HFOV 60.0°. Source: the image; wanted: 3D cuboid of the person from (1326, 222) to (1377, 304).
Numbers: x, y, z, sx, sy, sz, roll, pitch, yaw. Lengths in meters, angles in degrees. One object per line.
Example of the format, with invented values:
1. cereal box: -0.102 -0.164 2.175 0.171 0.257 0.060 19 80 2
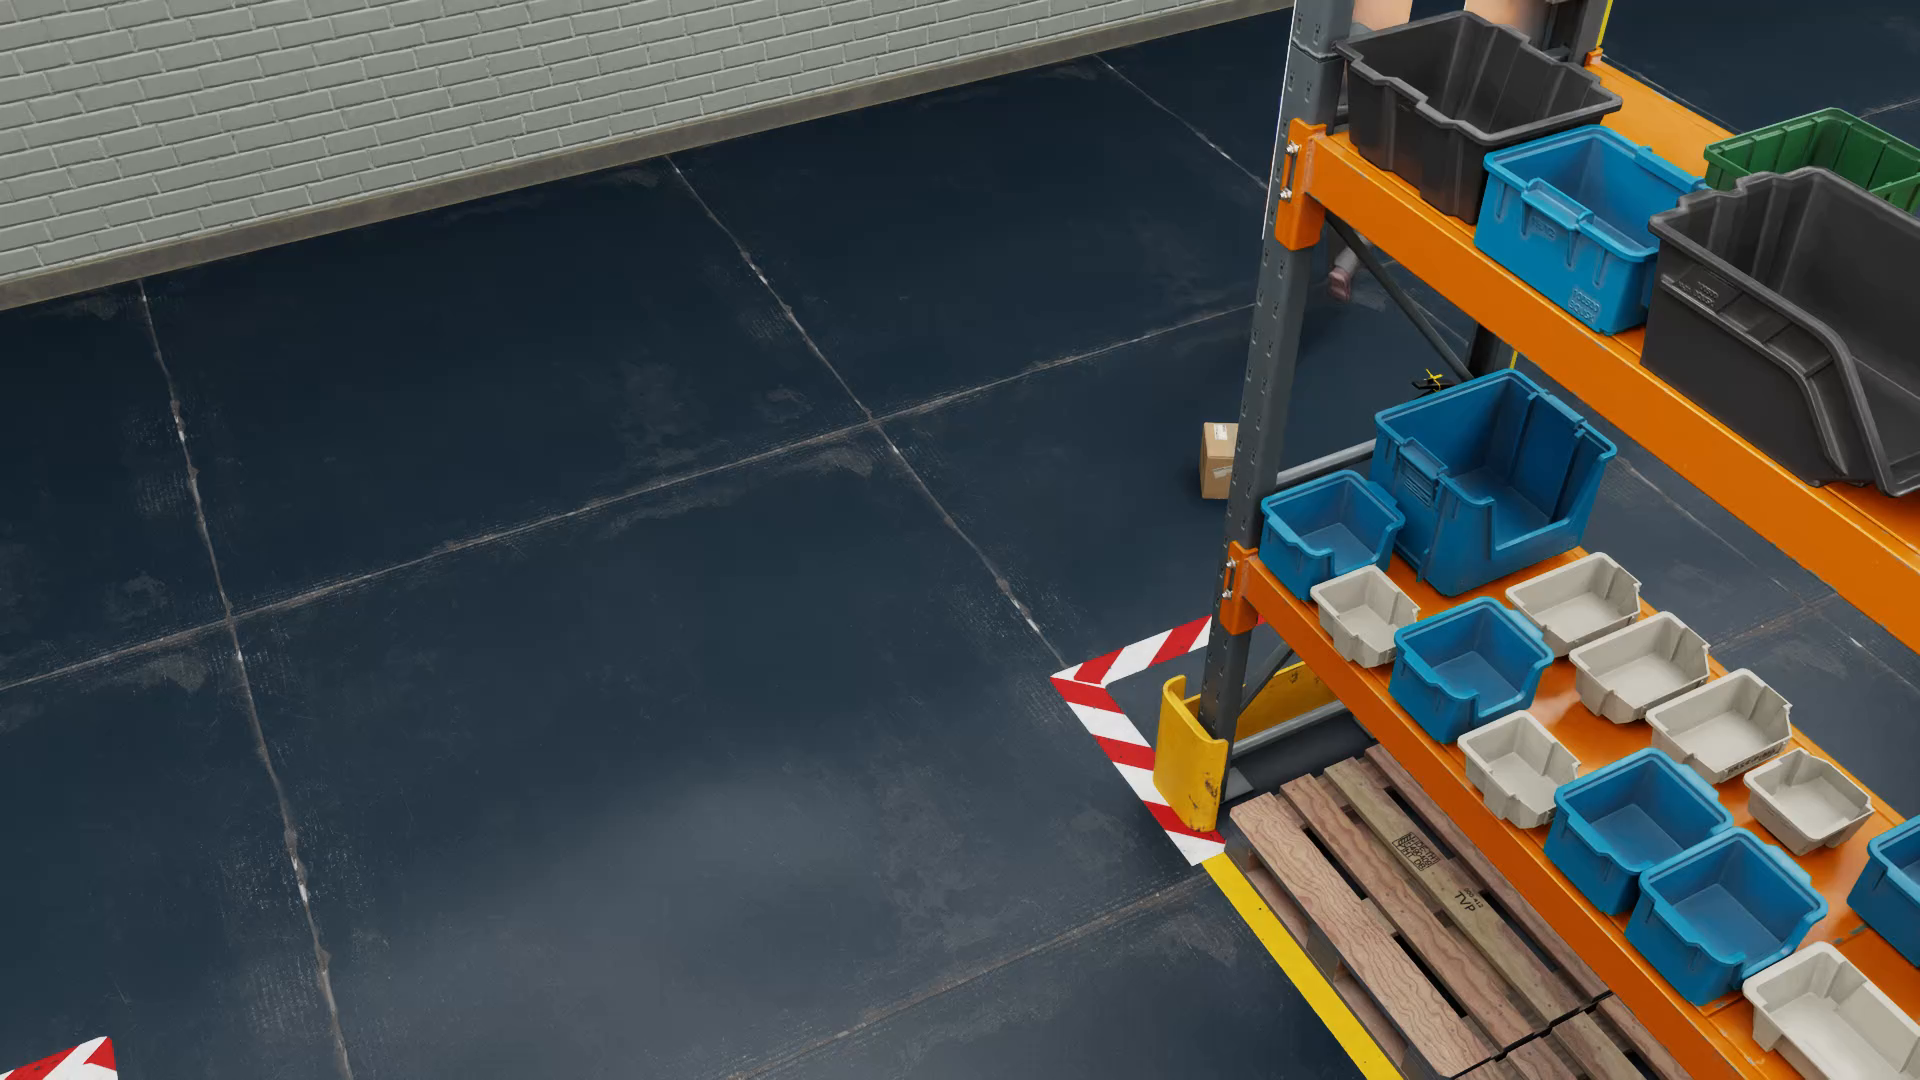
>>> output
1. person: 2.015 -1.936 8.322 0.447 1.638 0.605 25 47 25
